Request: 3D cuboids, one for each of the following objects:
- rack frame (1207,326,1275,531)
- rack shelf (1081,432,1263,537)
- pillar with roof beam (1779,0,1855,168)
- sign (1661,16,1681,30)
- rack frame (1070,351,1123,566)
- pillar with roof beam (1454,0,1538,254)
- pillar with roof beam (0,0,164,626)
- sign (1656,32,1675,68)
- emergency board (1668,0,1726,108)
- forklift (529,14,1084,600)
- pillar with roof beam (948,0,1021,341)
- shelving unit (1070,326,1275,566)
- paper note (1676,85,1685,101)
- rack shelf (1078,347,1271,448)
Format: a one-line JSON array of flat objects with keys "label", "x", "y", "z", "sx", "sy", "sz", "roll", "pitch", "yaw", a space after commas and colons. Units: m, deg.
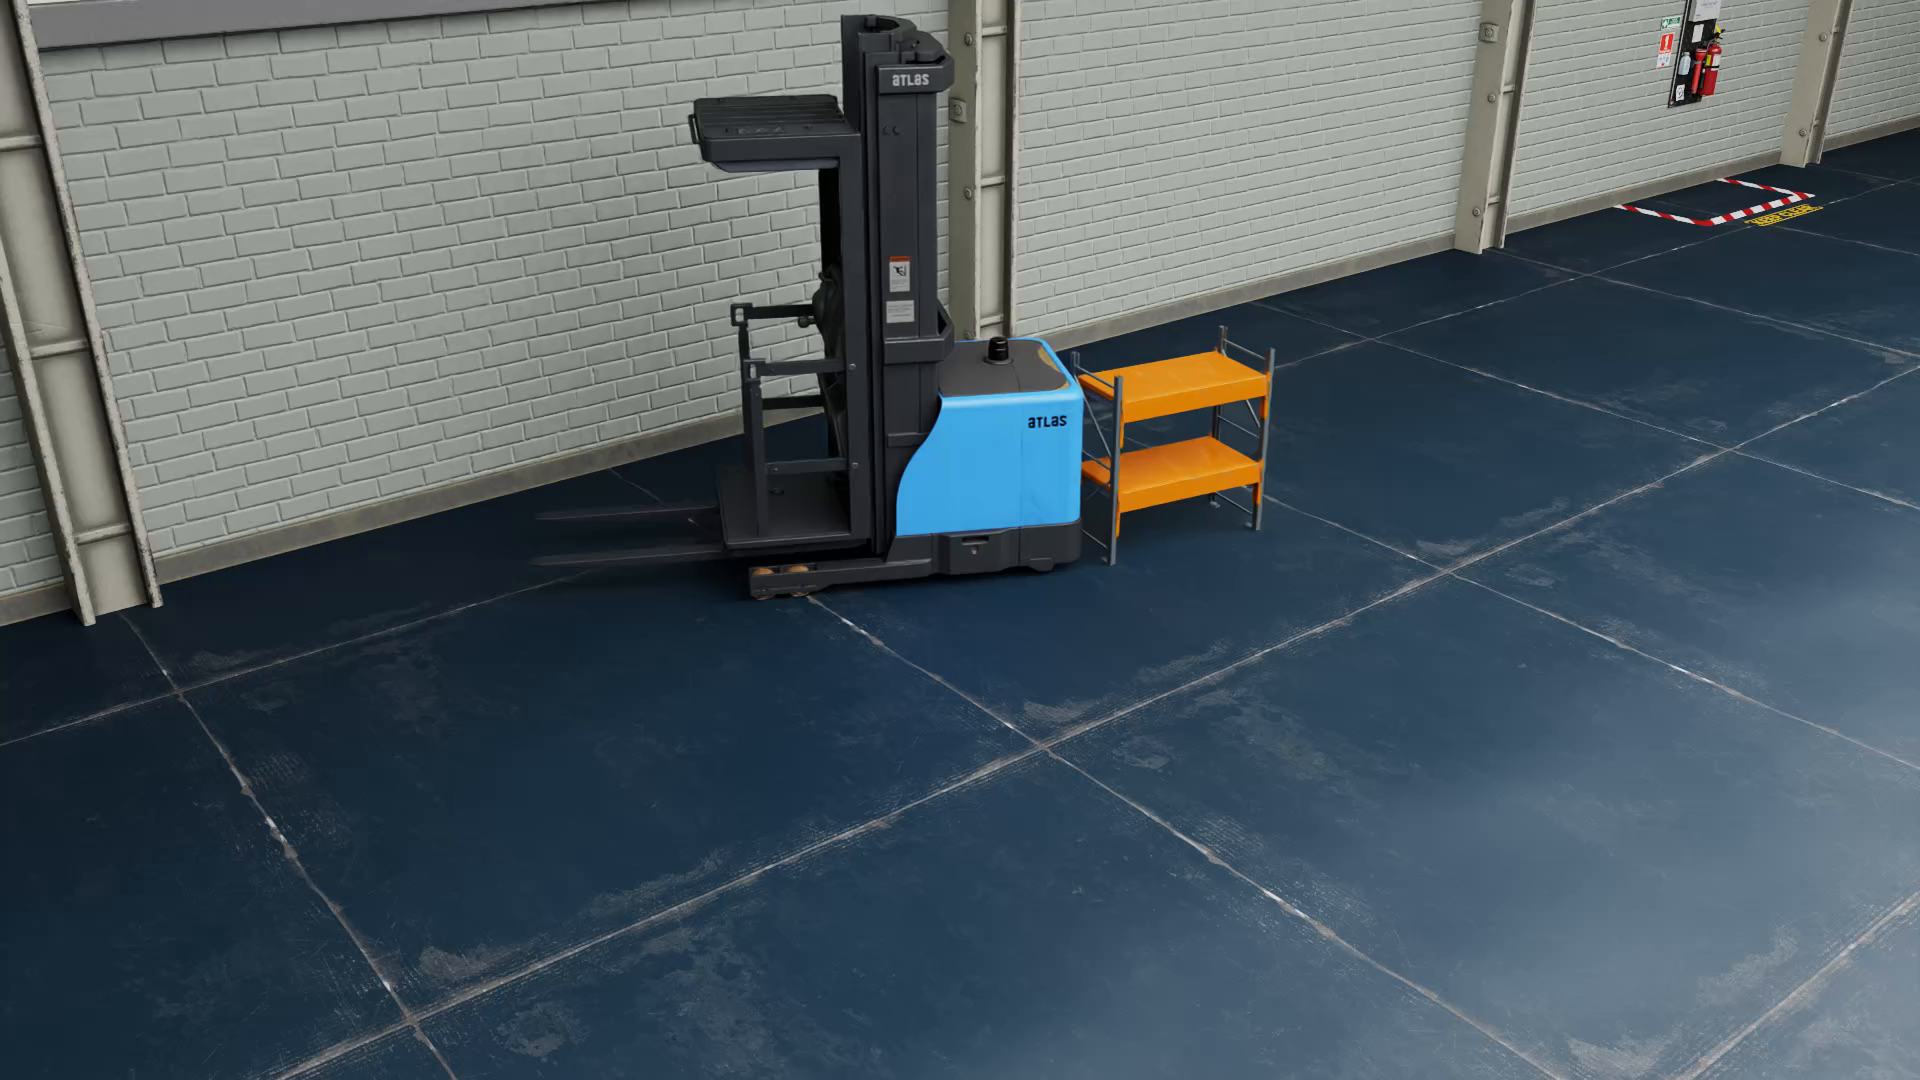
[{"label": "rack frame", "x": 1.653, "y": -0.658, "z": 9.831, "sx": 0.032, "sy": 1.125, "sz": 0.500, "roll": -12, "pitch": 28, "yaw": -25}, {"label": "rack shelf", "x": 1.203, "y": -0.336, "z": 9.720, "sx": 1.000, "sy": 0.278, "sz": 0.538, "roll": -12, "pitch": 28, "yaw": -25}, {"label": "pillar with roof beam", "x": 12.265, "y": -6.978, "z": 14.097, "sx": 0.400, "sy": 9.000, "sz": 9.100, "roll": -18, "pitch": 31, "yaw": -34}, {"label": "sign", "x": 7.151, "y": -5.199, "z": 16.718, "sx": 0.331, "sy": 0.109, "sz": 0.001, "roll": -18, "pitch": 31, "yaw": -34}, {"label": "rack frame", "x": 0.753, "y": -0.459, "z": 9.402, "sx": 0.032, "sy": 1.125, "sz": 0.500, "roll": -12, "pitch": 28, "yaw": -25}, {"label": "pillar with roof beam", "x": 7.543, "y": -5.420, "z": 10.739, "sx": 0.400, "sy": 9.000, "sz": 9.100, "roll": -18, "pitch": 31, "yaw": -34}, {"label": "pillar with roof beam", "x": -1.900, "y": -2.303, "z": 4.022, "sx": 0.400, "sy": 9.000, "sz": 9.100, "roll": -18, "pitch": 31, "yaw": -34}, {"label": "sign", "x": 7.142, "y": -4.961, "z": 16.833, "sx": 0.234, "sy": 0.329, "sz": 0.001, "roll": -18, "pitch": 31, "yaw": -34}, {"label": "emergency board", "x": 7.640, "y": -5.054, "z": 17.077, "sx": 0.643, "sy": 1.169, "sz": 0.194, "roll": -18, "pitch": 31, "yaw": -34}, {"label": "forklift", "x": -0.884, "y": -1.247, "z": 8.954, "sx": 3.031, "sy": 2.935, "sz": 1.130, "roll": -4, "pitch": 25, "yaw": -9}, {"label": "pillar with roof beam", "x": 2.822, "y": -3.861, "z": 7.380, "sx": 0.400, "sy": 9.000, "sz": 9.100, "roll": -18, "pitch": 31, "yaw": -34}, {"label": "shelving unit", "x": 1.203, "y": -0.558, "z": 9.617, "sx": 1.048, "sy": 1.125, "sz": 0.538, "roll": -12, "pitch": 28, "yaw": -25}, {"label": "paper note", "x": 7.458, "y": -4.631, "z": 17.212, "sx": 0.142, "sy": 0.148, "sz": 0.016, "roll": -18, "pitch": 31, "yaw": -34}, {"label": "rack shelf", "x": 1.203, "y": -0.824, "z": 9.493, "sx": 1.000, "sy": 0.278, "sz": 0.538, "roll": -12, "pitch": 28, "yaw": -25}]
